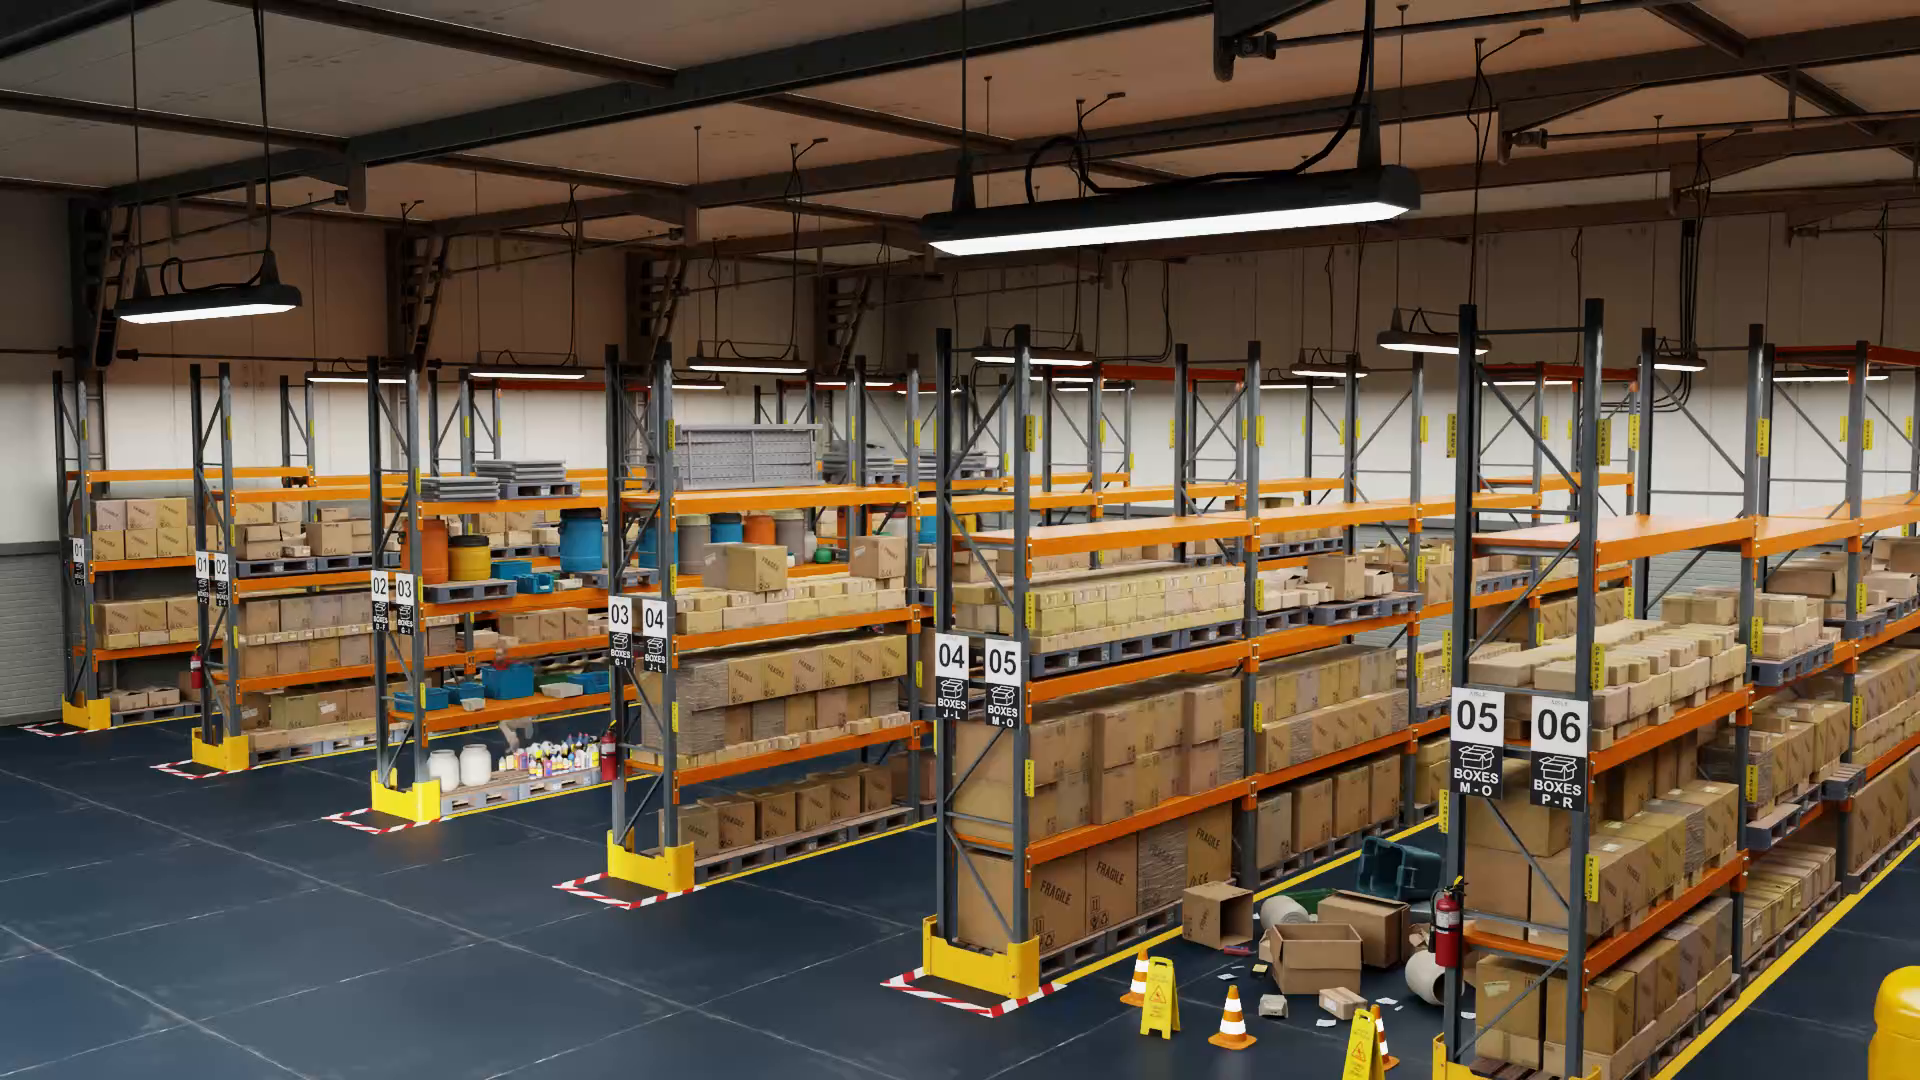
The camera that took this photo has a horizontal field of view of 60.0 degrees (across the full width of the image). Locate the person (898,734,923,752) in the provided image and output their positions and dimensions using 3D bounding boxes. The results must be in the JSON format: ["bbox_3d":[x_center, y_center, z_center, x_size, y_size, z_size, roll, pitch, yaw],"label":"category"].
[{"bbox_3d":[-0.824,2.405,26.174,0.728,1.793,0.839,2,5,29],"label":"person"}]

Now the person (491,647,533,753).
[{"bbox_3d":[-6.997,2.474,25.877,0.649,1.667,0.763,2,5,27],"label":"person"}]
